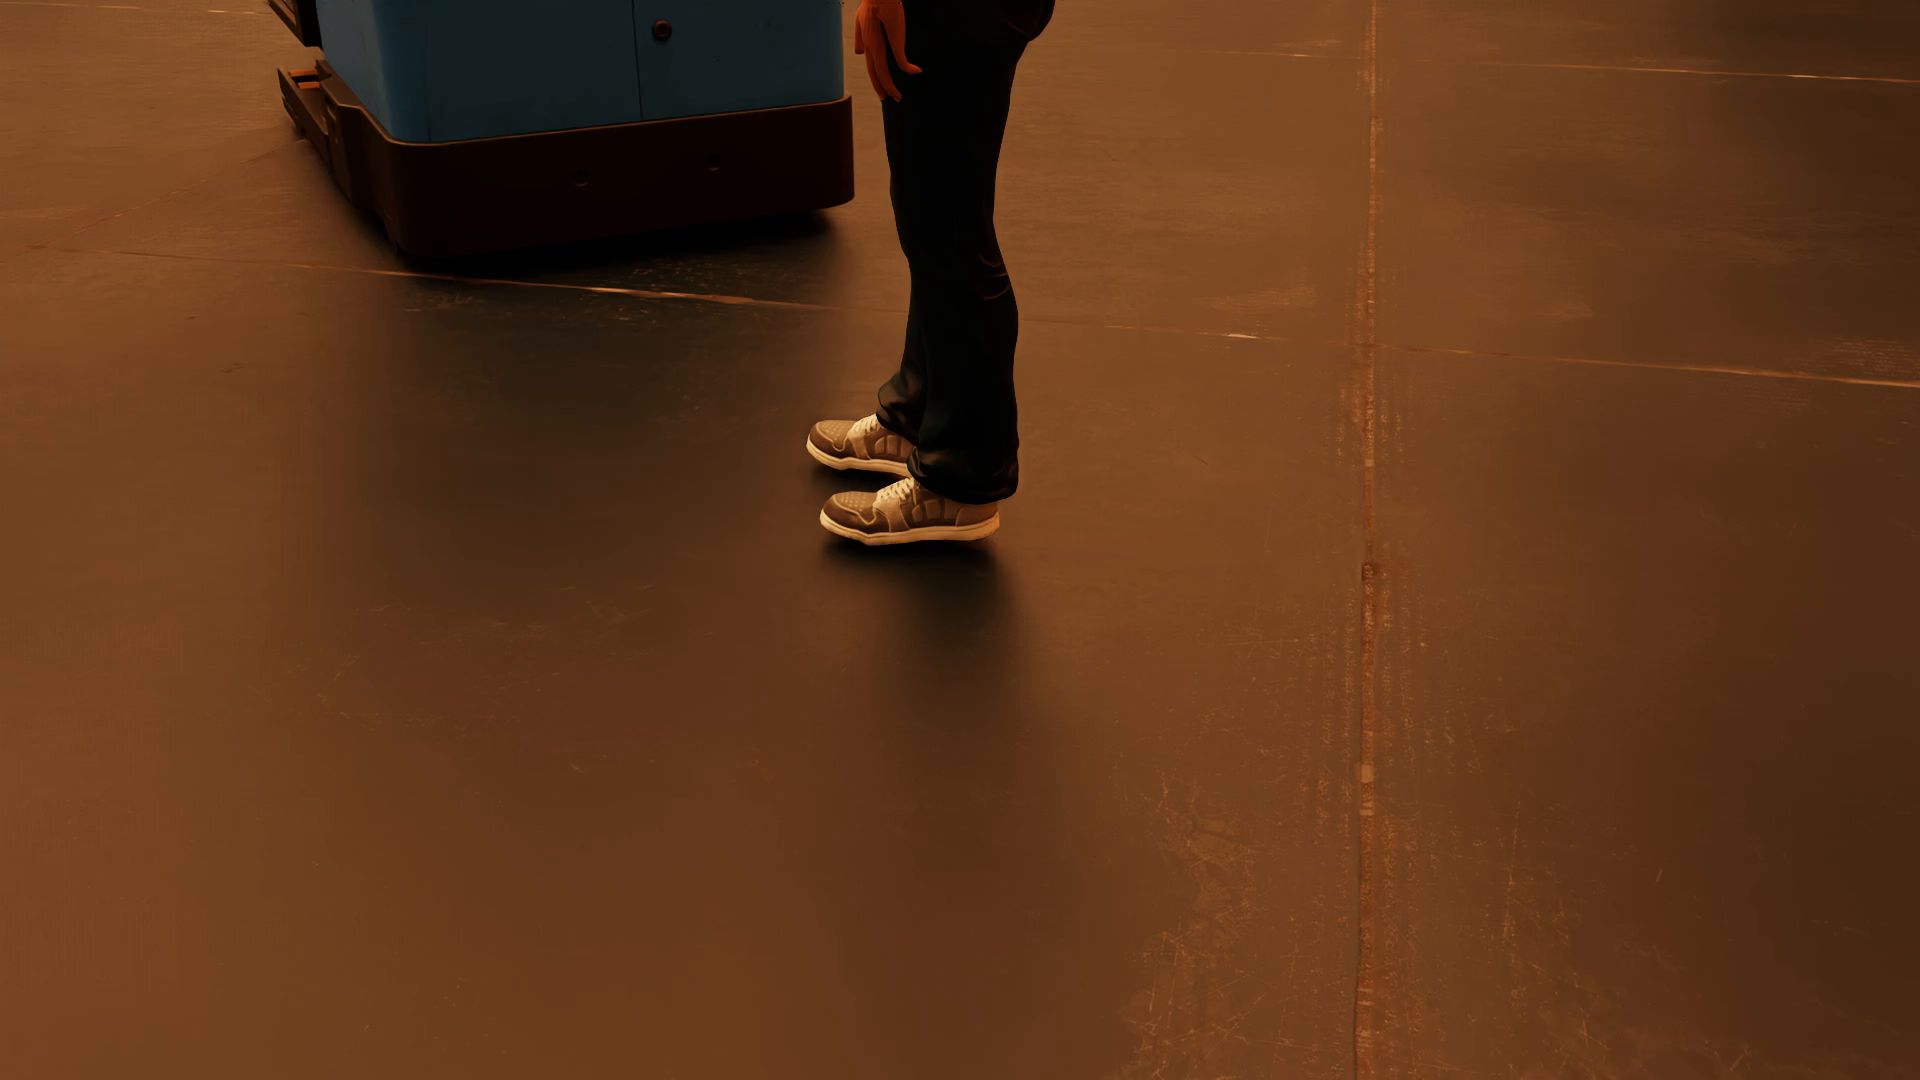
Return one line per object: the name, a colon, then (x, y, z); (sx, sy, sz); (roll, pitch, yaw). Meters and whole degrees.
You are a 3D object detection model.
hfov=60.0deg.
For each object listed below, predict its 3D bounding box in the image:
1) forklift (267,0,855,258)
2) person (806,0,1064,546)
forklift: (-1.366, -2.541, 4.283); (1.130, 2.935, 3.031); (-13, 29, -24)
person: (-0.070, -0.733, 2.164); (0.473, 1.599, 0.521); (6, 27, 11)
